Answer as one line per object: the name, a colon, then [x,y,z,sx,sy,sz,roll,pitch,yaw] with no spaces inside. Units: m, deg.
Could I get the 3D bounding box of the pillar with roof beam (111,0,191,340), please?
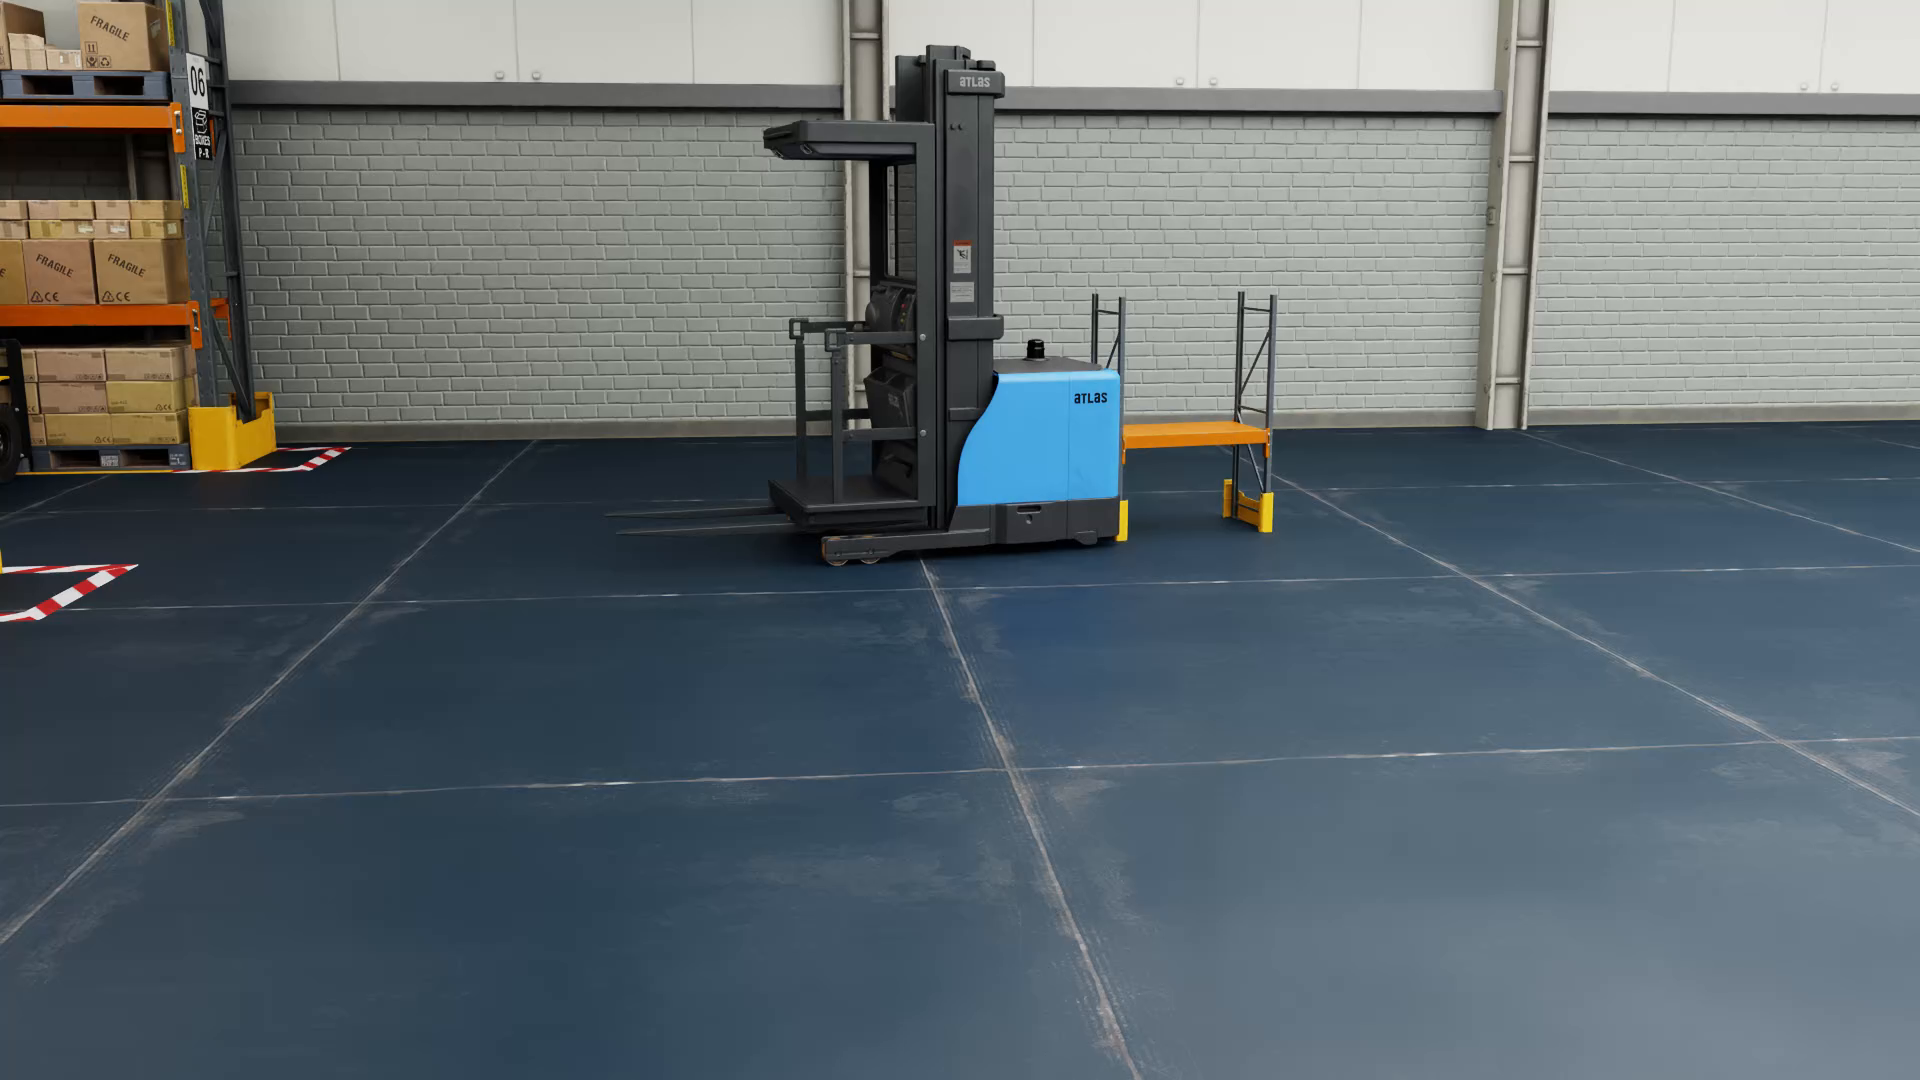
pillar with roof beam: [-6.327,-4.410,9.474,0.400,9.000,9.100,-1,11,-6]

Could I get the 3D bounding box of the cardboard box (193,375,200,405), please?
cardboard box: [-6.493,-1.266,13.776,0.500,0.250,0.500,-1,11,-5]

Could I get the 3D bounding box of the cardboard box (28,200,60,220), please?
cardboard box: [-7.091,-2.587,13.038,0.250,0.149,0.380,-1,11,-6]

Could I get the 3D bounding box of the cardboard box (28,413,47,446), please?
cardboard box: [-7.430,-0.903,13.226,0.500,0.250,0.500,-1,11,-5]

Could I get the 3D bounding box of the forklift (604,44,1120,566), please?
forklift: [-0.598,-1.402,9.902,3.031,2.935,1.130,-3,12,-17]

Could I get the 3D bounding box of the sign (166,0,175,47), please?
sign: [-5.958,-3.897,12.549,0.005,0.325,0.100,-1,11,-6]

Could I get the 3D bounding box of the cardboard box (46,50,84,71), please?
cardboard box: [-6.794,-3.662,12.748,0.250,0.149,0.380,-2,11,-8]

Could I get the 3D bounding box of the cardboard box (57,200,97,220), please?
cardboard box: [-6.835,-2.578,12.992,0.250,0.149,0.380,-1,11,-5]

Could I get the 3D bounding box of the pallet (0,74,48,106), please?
pallet: [-7.924,-3.527,12.984,1.213,0.211,1.003,-1,11,-6]

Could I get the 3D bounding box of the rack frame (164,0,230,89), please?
rack frame: [-6.003,-5.078,12.868,0.127,3.000,1.000,-1,11,-6]

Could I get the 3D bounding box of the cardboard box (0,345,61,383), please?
cardboard box: [-7.435,-1.388,13.099,0.500,0.250,0.500,-1,11,-5]

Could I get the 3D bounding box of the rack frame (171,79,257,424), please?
rack frame: [-6.003,-2.134,13.447,0.127,3.000,1.000,-1,11,-6]

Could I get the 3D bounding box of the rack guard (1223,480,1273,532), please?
rack guard: [1.879,-0.227,10.873,0.087,0.250,0.587,-3,12,-16]

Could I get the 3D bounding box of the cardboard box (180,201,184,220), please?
cardboard box: [-6.360,-2.681,13.519,0.250,0.149,0.380,-1,11,-7]

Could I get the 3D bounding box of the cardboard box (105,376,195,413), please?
cardboard box: [-6.453,-1.166,13.267,0.500,0.250,0.500,-1,11,-7]

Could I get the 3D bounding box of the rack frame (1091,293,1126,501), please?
rack frame: [0.923,-0.785,10.473,0.032,1.500,0.500,-3,12,-16]

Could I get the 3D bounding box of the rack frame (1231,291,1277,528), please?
rack frame: [1.898,-0.841,10.758,0.032,1.500,0.500,-3,12,-16]

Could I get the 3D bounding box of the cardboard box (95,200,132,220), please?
cardboard box: [-6.578,-2.588,13.046,0.250,0.149,0.380,-1,11,-6]

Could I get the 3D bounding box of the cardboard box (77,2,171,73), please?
cardboard box: [-6.417,-3.854,12.813,0.500,0.500,0.500,-1,11,-4]

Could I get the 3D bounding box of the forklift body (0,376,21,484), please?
forklift body: [-7.691,-1.328,11.548,1.214,2.155,2.313,-1,11,-6]

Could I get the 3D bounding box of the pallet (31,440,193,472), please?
pallet: [-6.759,-0.742,13.594,1.213,0.211,1.003,-1,11,-6]

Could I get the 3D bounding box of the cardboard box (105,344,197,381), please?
cardboard box: [-6.427,-1.412,13.222,0.500,0.250,0.500,-1,11,-4]

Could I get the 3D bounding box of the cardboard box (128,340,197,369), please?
cardboard box: [-6.501,-1.508,13.709,0.500,0.250,0.500,-1,11,-7]

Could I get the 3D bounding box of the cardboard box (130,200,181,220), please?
cardboard box: [-6.336,-2.599,13.103,0.250,0.149,0.380,-1,11,-6]

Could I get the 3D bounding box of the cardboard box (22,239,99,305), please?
cardboard box: [-6.981,-2.113,13.083,0.500,0.500,0.500,-1,11,-4]

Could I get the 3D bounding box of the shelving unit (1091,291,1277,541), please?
shelving unit: [1.402,-0.813,10.613,1.083,1.500,0.587,-3,12,-16]

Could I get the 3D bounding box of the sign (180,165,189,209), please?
sign: [-5.958,-2.714,12.782,0.005,0.325,0.100,-1,11,-6]

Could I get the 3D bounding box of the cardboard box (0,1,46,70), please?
cardboard box: [-7.446,-3.852,12.802,0.500,0.500,0.700,-1,11,-6]

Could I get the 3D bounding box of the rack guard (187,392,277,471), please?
rack guard: [-5.979,-0.908,13.691,0.348,0.500,1.175,-1,11,-6]

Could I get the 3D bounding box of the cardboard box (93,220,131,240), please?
cardboard box: [-6.568,-2.429,13.009,0.250,0.149,0.380,-1,11,-5]

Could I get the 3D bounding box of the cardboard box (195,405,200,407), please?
cardboard box: [-6.512,-1.018,13.810,0.500,0.250,0.500,-1,11,-6]

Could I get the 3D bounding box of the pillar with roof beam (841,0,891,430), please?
pillar with roof beam: [-0.363,-4.535,10.110,0.400,9.000,9.100,-1,11,-6]

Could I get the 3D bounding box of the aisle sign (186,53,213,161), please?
aisle sign: [-5.906,-3.355,12.917,0.004,0.787,0.394,-1,11,-6]

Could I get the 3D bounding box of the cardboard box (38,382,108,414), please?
cardboard box: [-6.953,-1.158,13.224,0.500,0.250,0.500,-1,11,-7]

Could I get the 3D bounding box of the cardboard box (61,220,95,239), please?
cardboard box: [-6.833,-2.436,13.041,0.250,0.149,0.380,-1,11,-5]

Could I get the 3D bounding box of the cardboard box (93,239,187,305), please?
cardboard box: [-6.464,-2.122,13.129,0.500,0.500,0.500,-1,11,-7]

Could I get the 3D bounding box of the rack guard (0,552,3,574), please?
rack guard: [-5.539,0.046,8.838,0.348,0.500,1.175,-1,11,-6]

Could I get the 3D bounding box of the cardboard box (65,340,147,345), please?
cardboard box: [-6.997,-1.497,13.653,0.500,0.250,0.500,-1,11,-6]

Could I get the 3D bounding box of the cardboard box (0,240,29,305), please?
cardboard box: [-7.490,-2.103,13.028,0.500,0.500,0.500,-1,11,-7]

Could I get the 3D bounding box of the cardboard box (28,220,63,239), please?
cardboard box: [-7.080,-2.433,13.026,0.250,0.149,0.380,-1,11,-6]

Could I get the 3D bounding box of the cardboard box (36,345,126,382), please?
cardboard box: [-6.934,-1.400,13.162,0.500,0.250,0.500,-1,11,-5]

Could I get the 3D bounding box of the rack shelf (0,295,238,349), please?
rack shelf: [-7.991,-1.739,13.304,4.000,0.370,1.077,-1,11,-6]

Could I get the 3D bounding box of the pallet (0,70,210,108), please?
pallet: [-6.709,-3.553,13.117,1.213,0.211,1.003,-1,11,-6]

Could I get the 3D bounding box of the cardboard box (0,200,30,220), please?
cardboard box: [-7.338,-2.560,12.902,0.250,0.149,0.380,-1,11,-5]

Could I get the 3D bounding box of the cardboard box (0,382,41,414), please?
cardboard box: [-7.464,-1.143,13.149,0.500,0.250,0.500,-1,11,-7]

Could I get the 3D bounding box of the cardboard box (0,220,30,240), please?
cardboard box: [-7.341,-2.418,12.951,0.250,0.149,0.380,-2,11,-8]

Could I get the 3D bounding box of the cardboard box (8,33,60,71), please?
cardboard box: [-7.046,-3.714,12.710,0.258,0.266,0.396,-1,11,-6]

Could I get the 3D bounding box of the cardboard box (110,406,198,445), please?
cardboard box: [-6.436,-0.921,13.314,0.500,0.250,0.500,-1,11,-6]

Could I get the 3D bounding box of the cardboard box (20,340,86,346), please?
cardboard box: [-7.496,-1.488,13.610,0.500,0.250,0.500,-1,11,-6]

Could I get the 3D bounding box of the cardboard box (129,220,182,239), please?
cardboard box: [-6.317,-2.440,13.065,0.250,0.149,0.380,-1,11,-5]

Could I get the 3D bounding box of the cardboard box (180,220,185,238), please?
cardboard box: [-6.368,-2.544,13.592,0.250,0.149,0.380,-1,11,-8]

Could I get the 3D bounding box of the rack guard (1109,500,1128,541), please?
rack guard: [0.924,-0.172,10.594,0.087,0.250,0.587,-3,12,-16]

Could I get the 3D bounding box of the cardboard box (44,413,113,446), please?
cardboard box: [-6.931,-0.912,13.270,0.500,0.250,0.500,-1,11,-6]

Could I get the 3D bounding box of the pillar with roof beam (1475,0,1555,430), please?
pillar with roof beam: [5.602,-4.660,10.746,0.400,9.000,9.100,-1,11,-6]

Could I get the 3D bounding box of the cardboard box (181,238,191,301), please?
cardboard box: [-6.525,-2.226,13.656,0.500,0.500,0.500,-1,11,-4]

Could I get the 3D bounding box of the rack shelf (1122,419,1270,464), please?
rack shelf: [1.410,-0.637,10.650,1.000,0.185,0.538,-3,12,-16]

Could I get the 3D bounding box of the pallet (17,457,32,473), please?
pallet: [-7.969,-0.717,13.468,1.213,0.211,1.003,-1,11,-6]

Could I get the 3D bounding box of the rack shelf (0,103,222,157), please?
rack shelf: [-7.991,-3.211,13.015,4.000,0.370,1.077,-1,11,-6]
